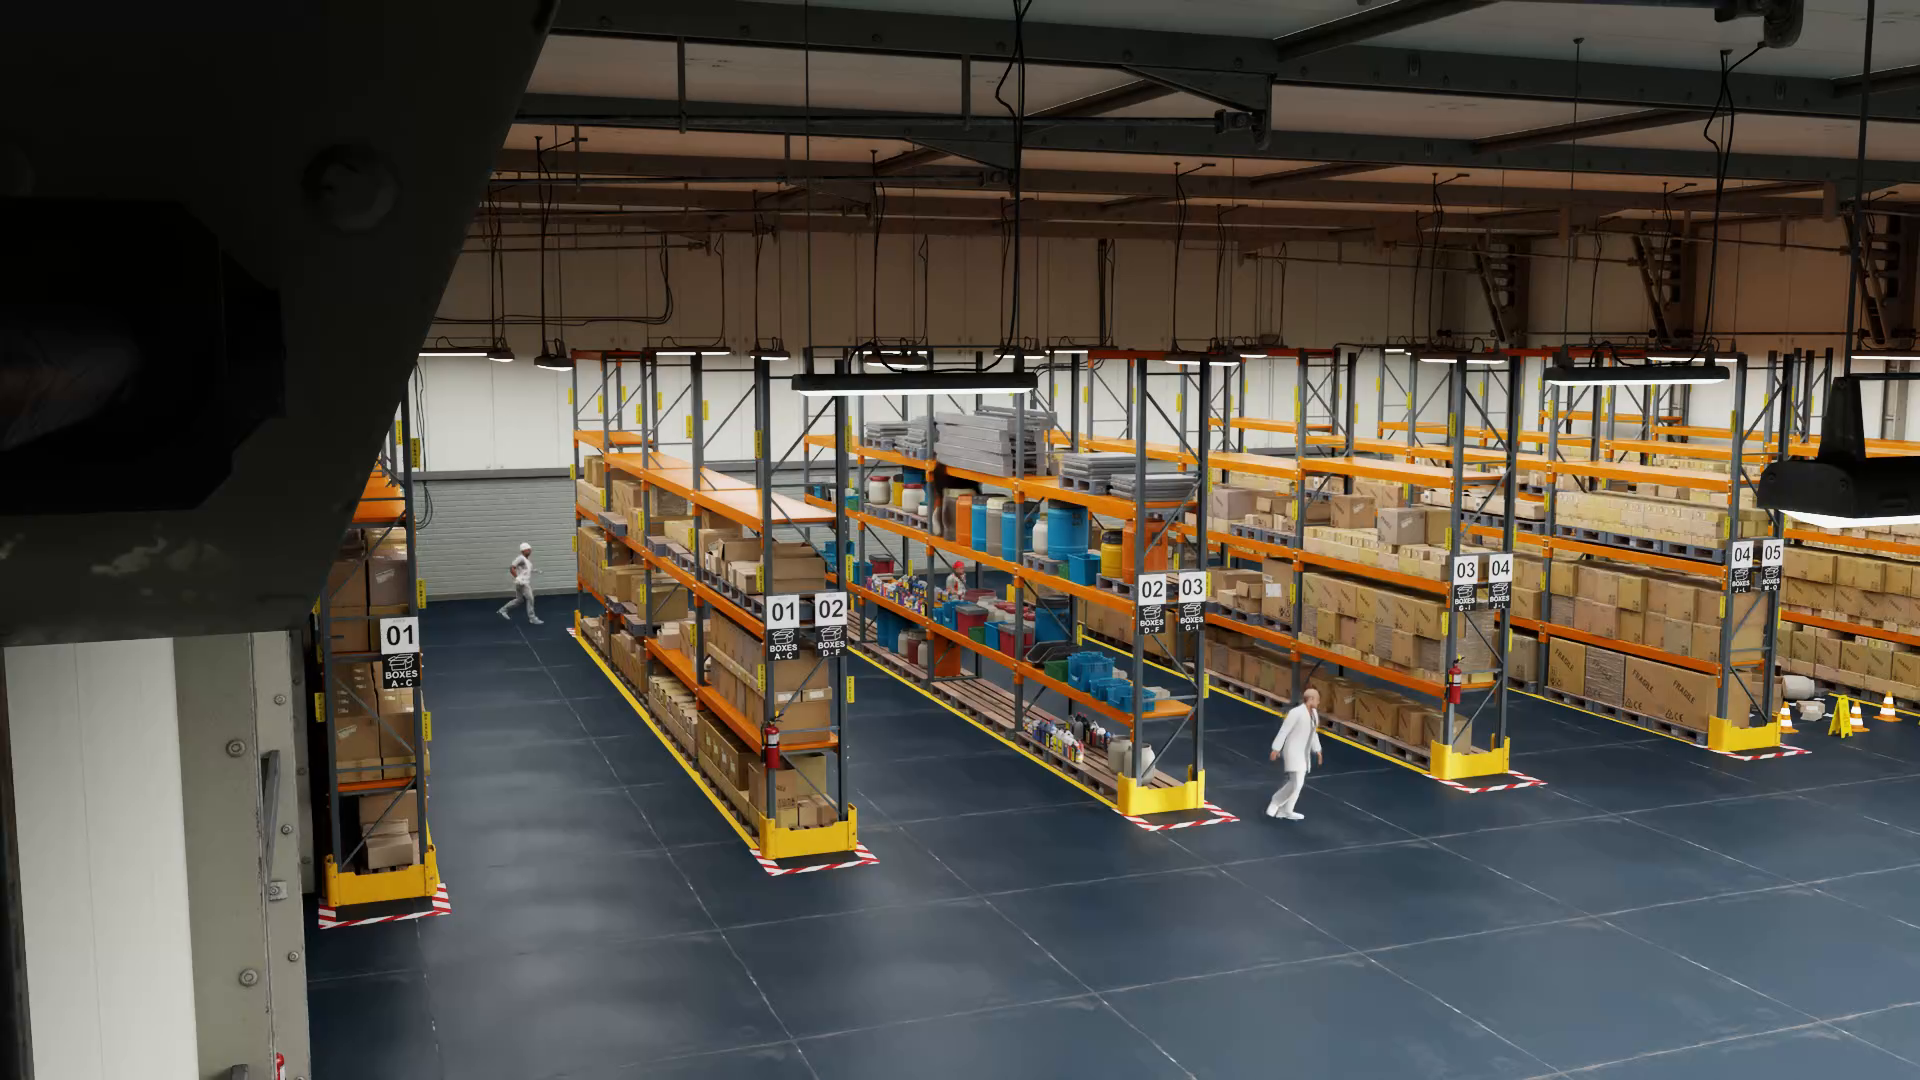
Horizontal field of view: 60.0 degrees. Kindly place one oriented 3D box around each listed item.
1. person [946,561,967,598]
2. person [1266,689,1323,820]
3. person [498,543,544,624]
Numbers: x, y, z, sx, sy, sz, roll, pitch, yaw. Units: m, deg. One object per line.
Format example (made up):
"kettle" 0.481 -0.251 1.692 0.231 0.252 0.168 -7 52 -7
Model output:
"person" -0.076 1.264 33.899 0.695 1.742 0.983 -5 9 -37
"person" 4.358 2.789 21.656 0.568 1.749 0.742 6 9 41
"person" -9.585 0.954 36.217 0.981 1.784 0.642 -1 7 -10
